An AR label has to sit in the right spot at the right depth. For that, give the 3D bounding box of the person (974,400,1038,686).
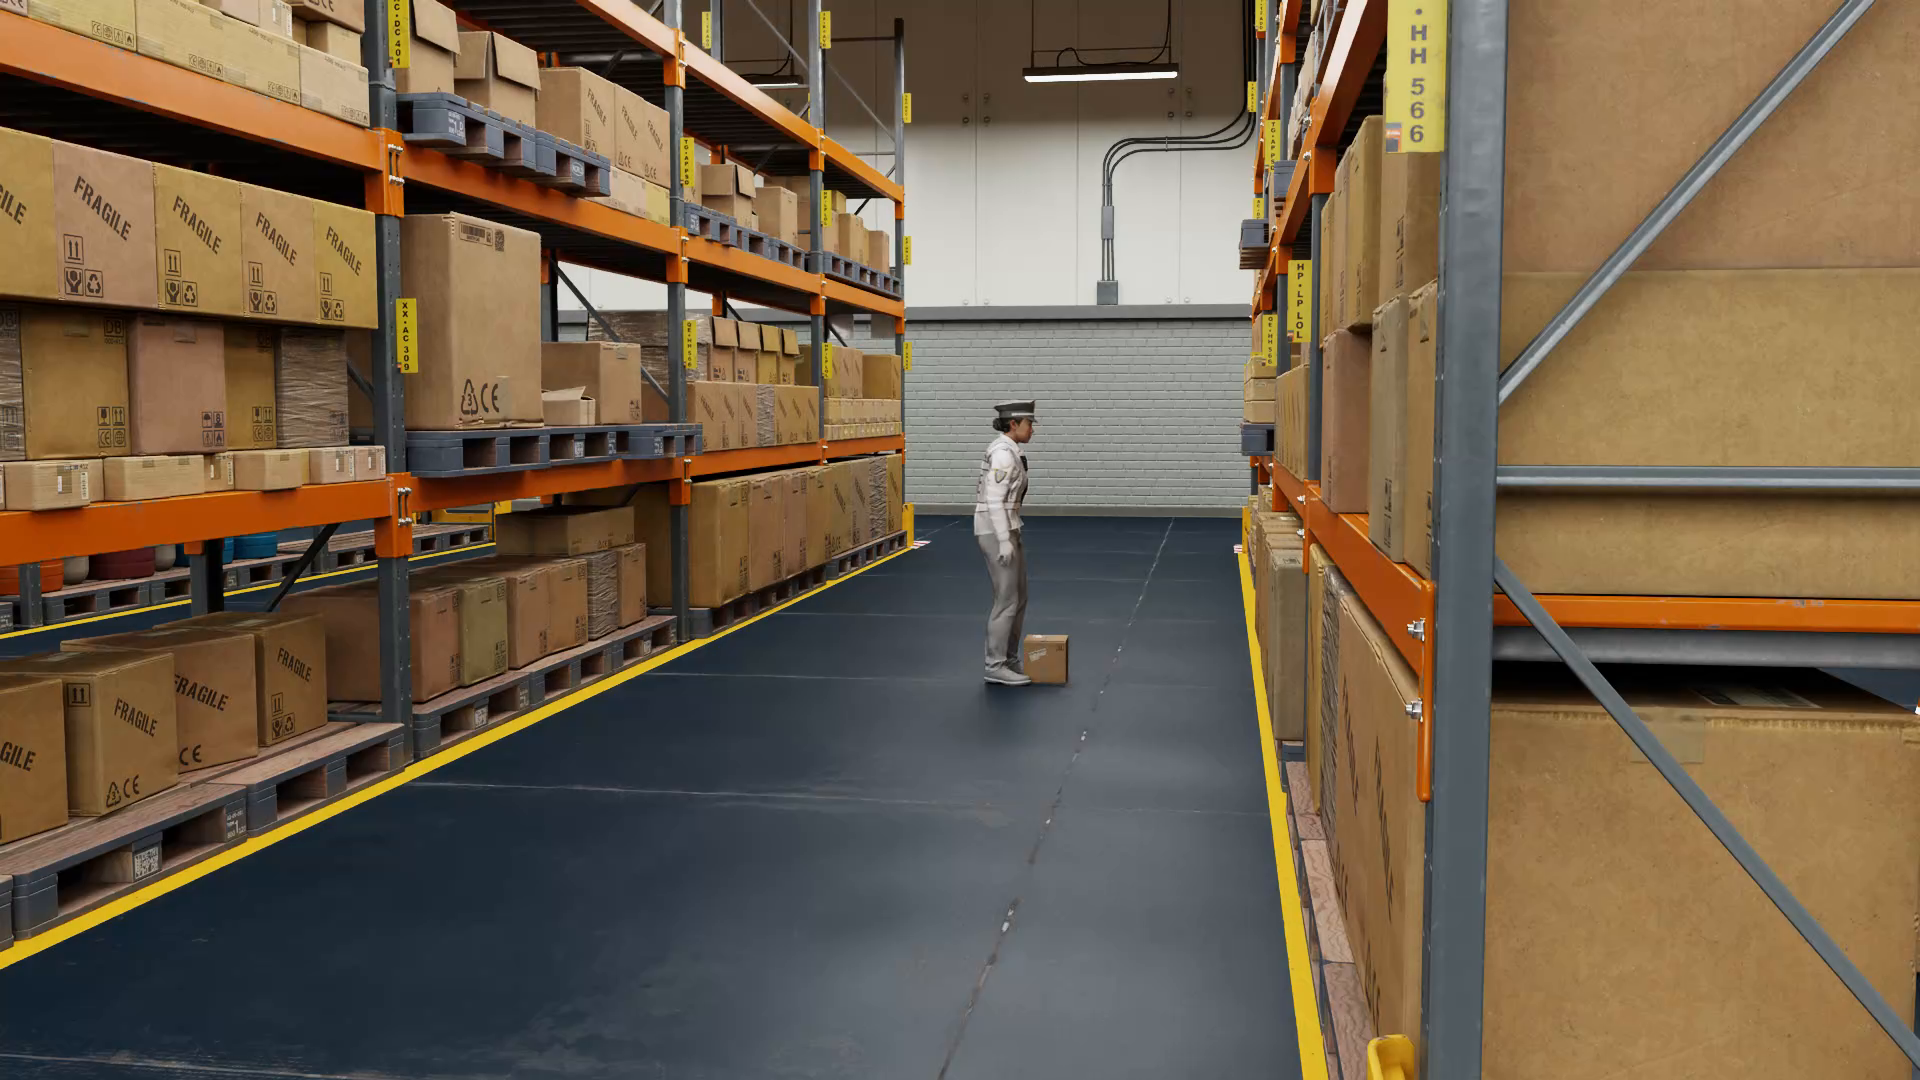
[{"bbox_3d":[0.289,0.001,9.863,0.407,1.663,0.528,1,5,9],"label":"person"}]
